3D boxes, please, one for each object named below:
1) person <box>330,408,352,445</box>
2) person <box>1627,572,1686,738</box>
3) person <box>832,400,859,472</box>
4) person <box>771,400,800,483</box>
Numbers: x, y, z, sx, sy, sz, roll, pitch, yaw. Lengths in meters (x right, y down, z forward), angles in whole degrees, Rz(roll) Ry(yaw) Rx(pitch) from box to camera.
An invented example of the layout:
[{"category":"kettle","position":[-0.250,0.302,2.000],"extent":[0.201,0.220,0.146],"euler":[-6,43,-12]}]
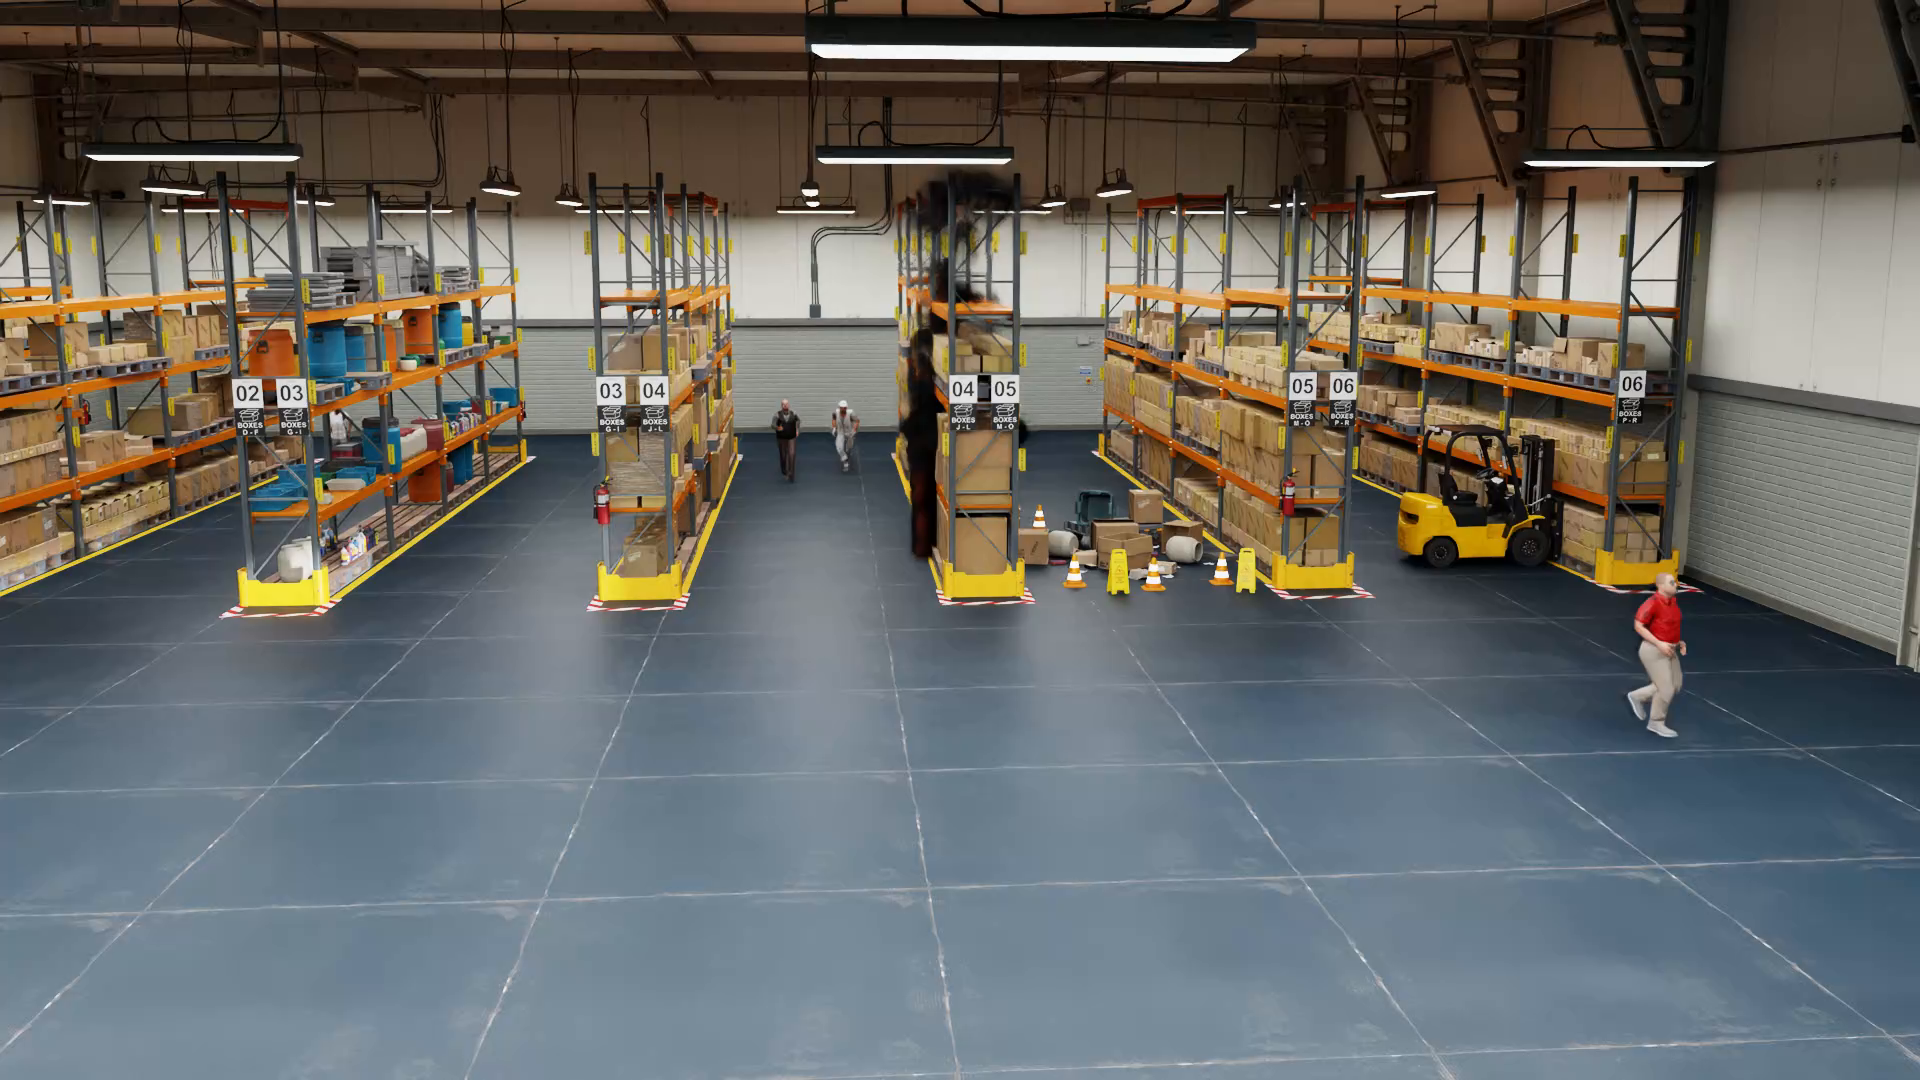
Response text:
[{"category":"person","position":[-13.549,-2.202,36.252],"extent":[0.578,1.696,0.940],"euler":[-3,10,-16]},{"category":"person","position":[7.214,1.167,17.259],"extent":[0.671,1.700,0.606],"euler":[-8,13,-40]},{"category":"person","position":[-2.565,-2.377,37.595],"extent":[0.644,1.641,1.097],"euler":[1,10,7]},{"category":"person","position":[-3.756,-2.126,35.945],"extent":[0.658,1.662,0.954],"euler":[-2,10,-10]}]
